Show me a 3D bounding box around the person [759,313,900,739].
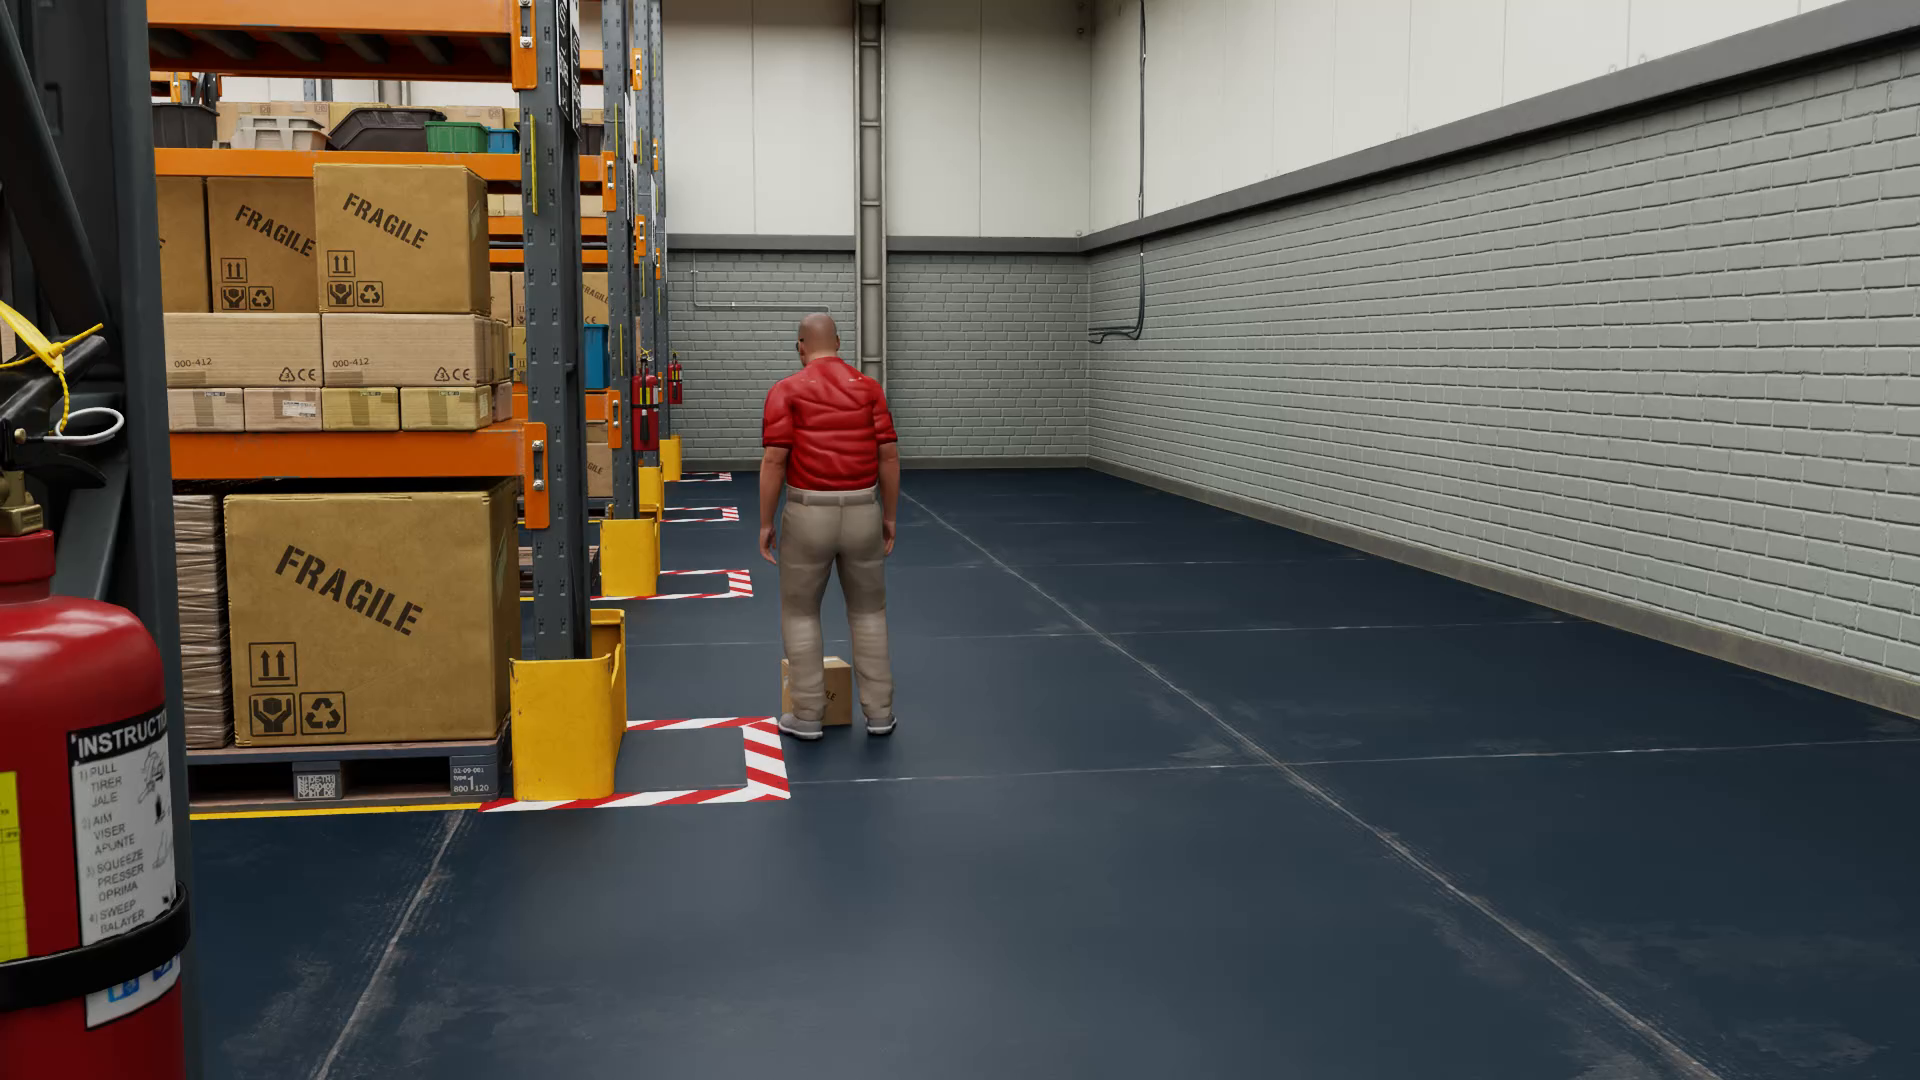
[{"bbox_3d":[-0.528,-0.058,6.793,0.606,1.726,0.396,-2,7,-19],"label":"person"}]
